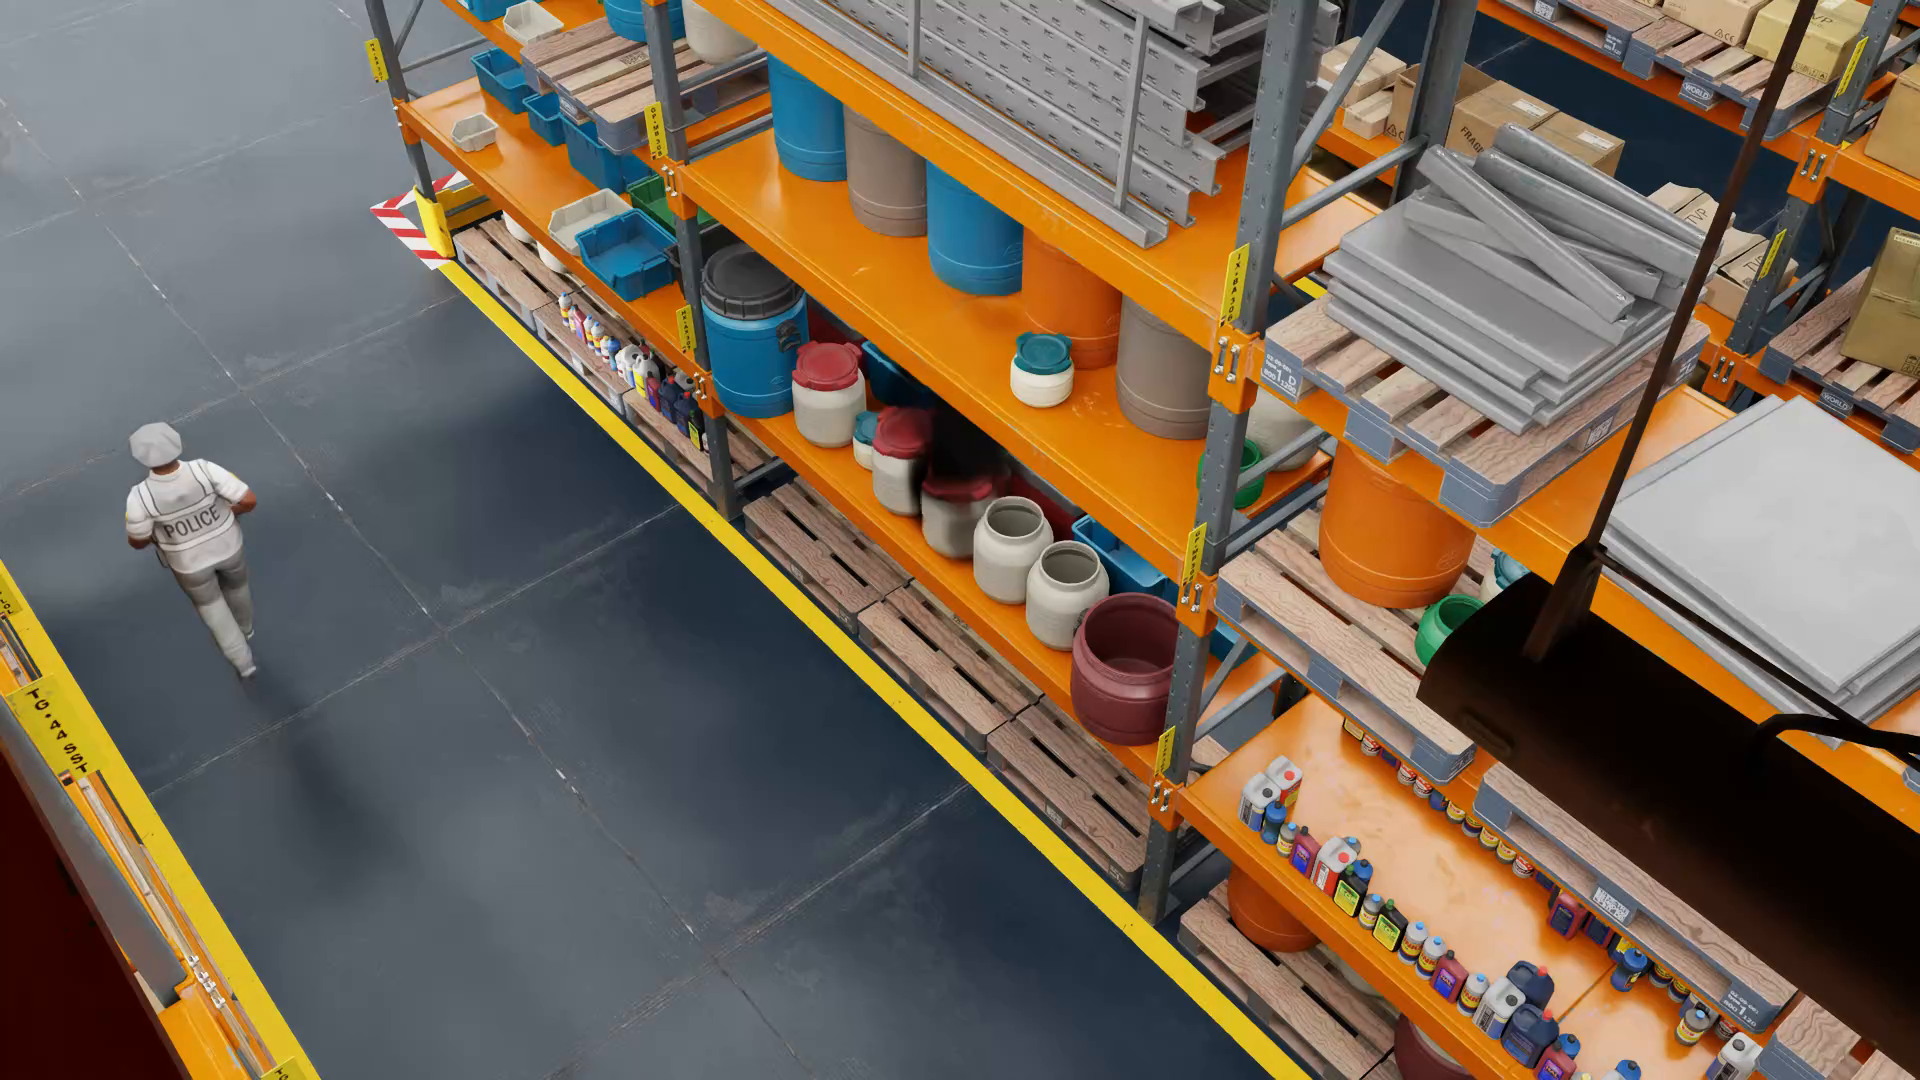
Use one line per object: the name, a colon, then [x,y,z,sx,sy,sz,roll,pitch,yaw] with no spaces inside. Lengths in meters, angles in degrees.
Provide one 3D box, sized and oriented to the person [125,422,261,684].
person: [-4.236,0.051,9.336,0.672,1.825,0.765,-30,53,-25]
